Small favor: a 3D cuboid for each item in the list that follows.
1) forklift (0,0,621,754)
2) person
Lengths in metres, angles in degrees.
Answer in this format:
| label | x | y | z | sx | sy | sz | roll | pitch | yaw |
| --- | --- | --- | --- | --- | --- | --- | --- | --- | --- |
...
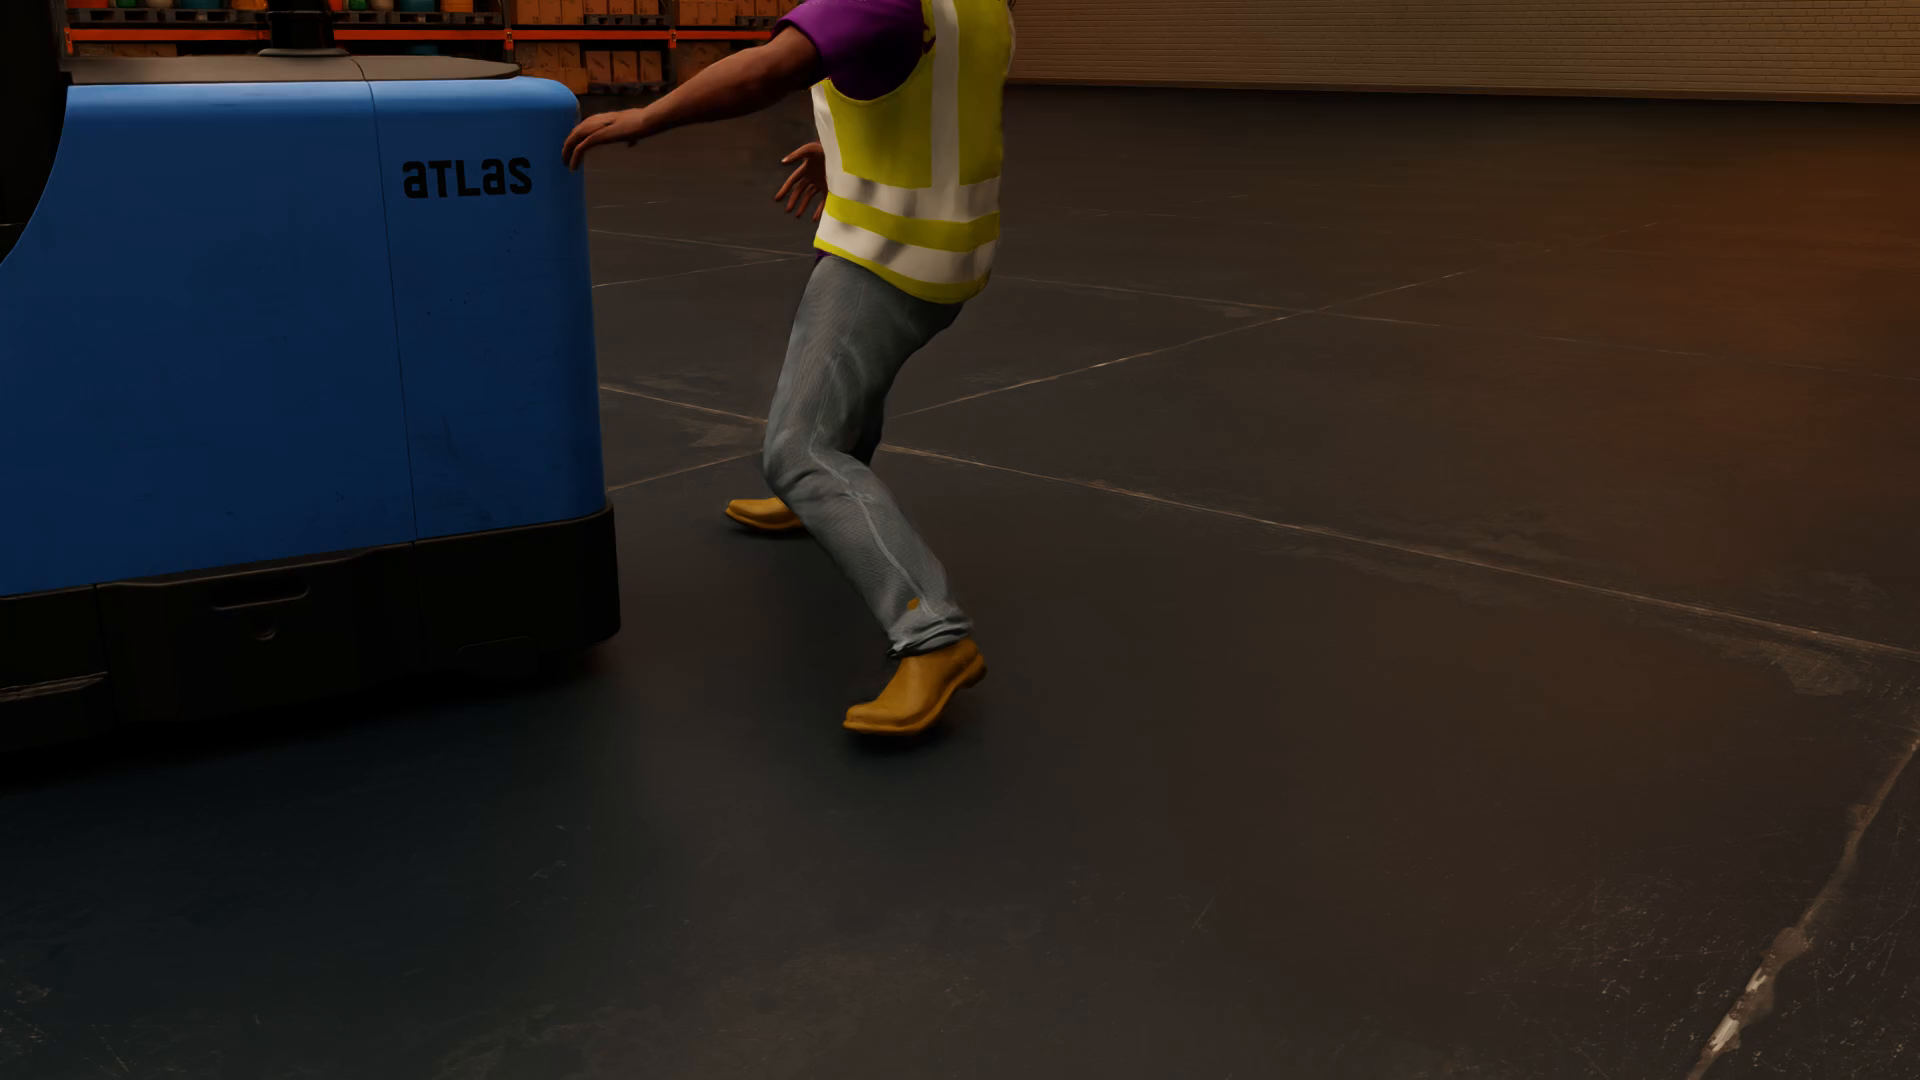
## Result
| label | x | y | z | sx | sy | sz | roll | pitch | yaw |
| --- | --- | --- | --- | --- | --- | --- | --- | --- | --- |
| forklift | -2.185 | -1.076 | 2.441 | 3.031 | 2.935 | 1.130 | -9 | 19 | -27 |
| person | -0.269 | -0.594 | 3.206 | 0.935 | 1.562 | 1.258 | 6 | 18 | 18 |
